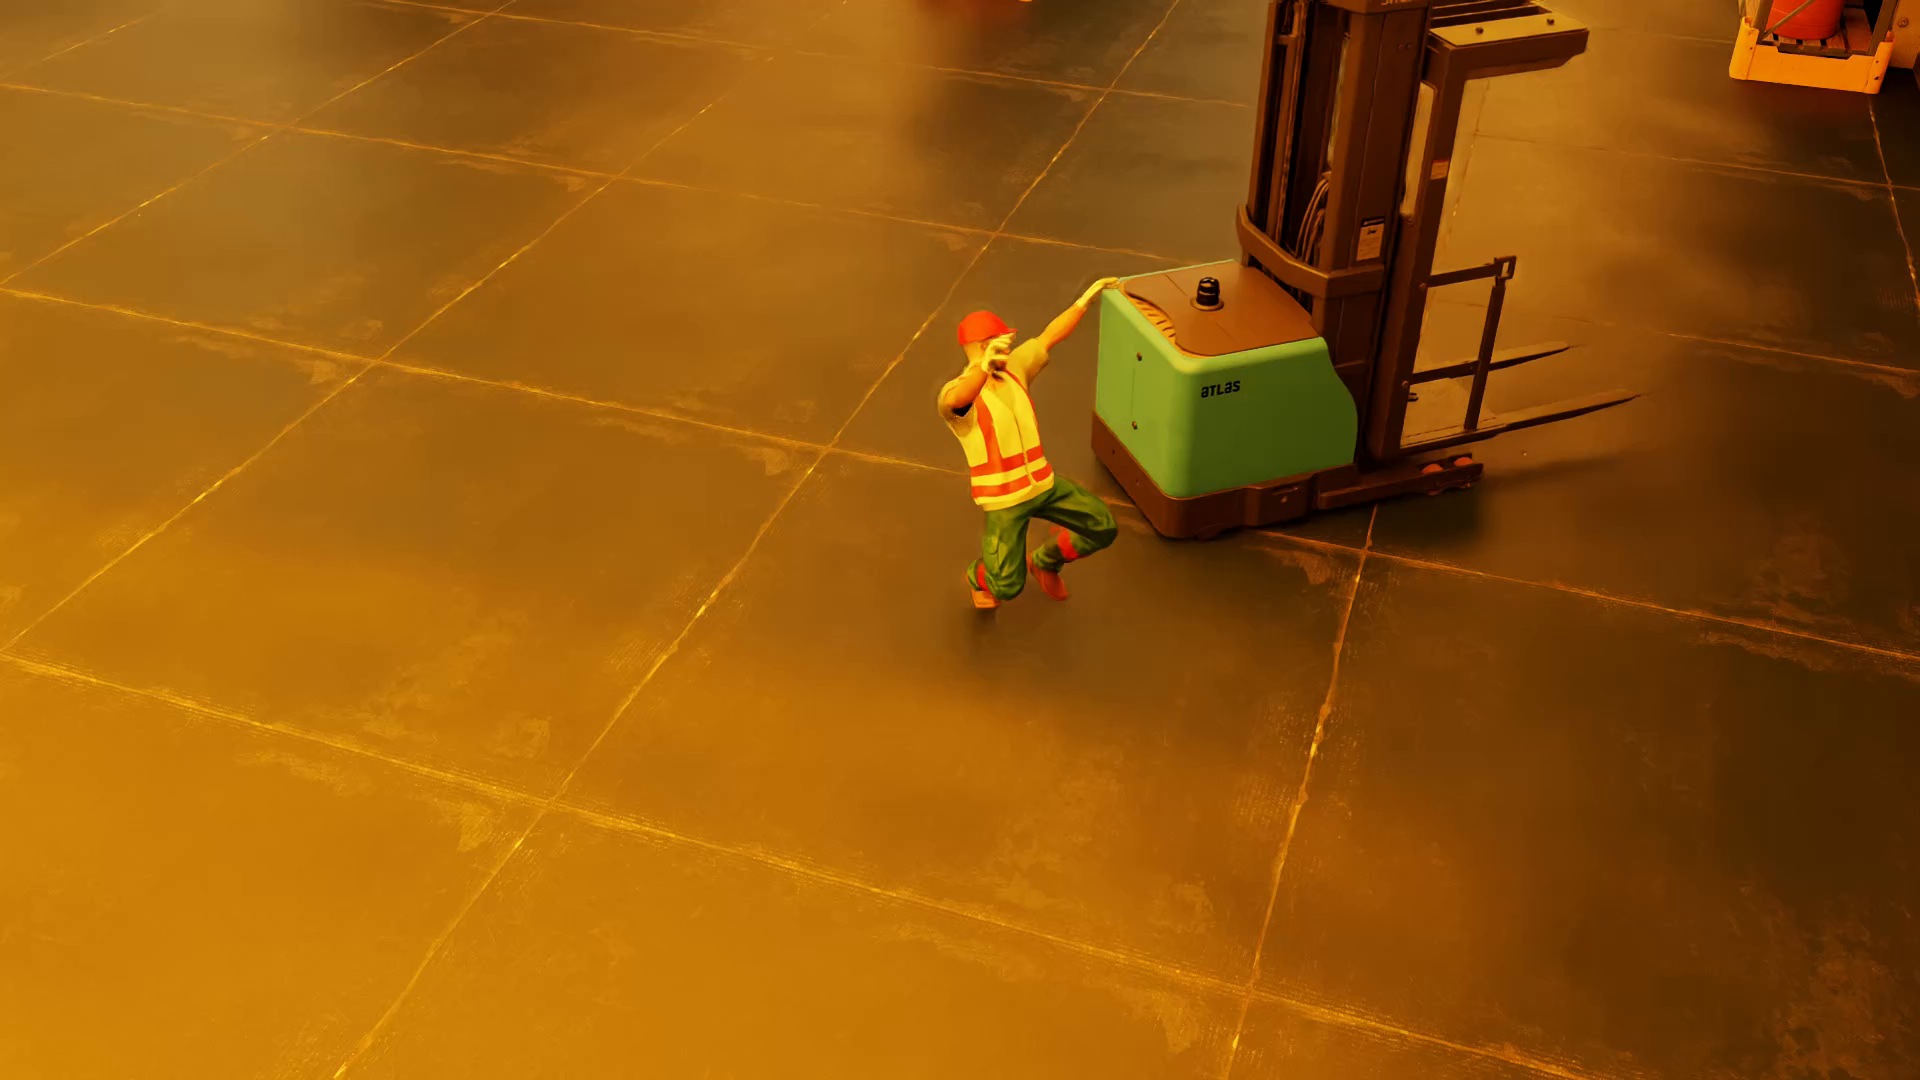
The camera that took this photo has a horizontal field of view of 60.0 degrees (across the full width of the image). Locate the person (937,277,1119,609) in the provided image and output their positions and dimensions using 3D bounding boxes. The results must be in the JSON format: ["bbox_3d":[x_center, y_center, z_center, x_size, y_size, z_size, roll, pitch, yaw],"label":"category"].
[{"bbox_3d":[0.360,-0.408,7.785,1.050,1.676,0.803,-26,43,-32],"label":"person"}]

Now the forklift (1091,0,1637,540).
[{"bbox_3d":[2.300,-1.713,8.527,3.031,2.935,1.130,-12,37,-16],"label":"forklift"}]
